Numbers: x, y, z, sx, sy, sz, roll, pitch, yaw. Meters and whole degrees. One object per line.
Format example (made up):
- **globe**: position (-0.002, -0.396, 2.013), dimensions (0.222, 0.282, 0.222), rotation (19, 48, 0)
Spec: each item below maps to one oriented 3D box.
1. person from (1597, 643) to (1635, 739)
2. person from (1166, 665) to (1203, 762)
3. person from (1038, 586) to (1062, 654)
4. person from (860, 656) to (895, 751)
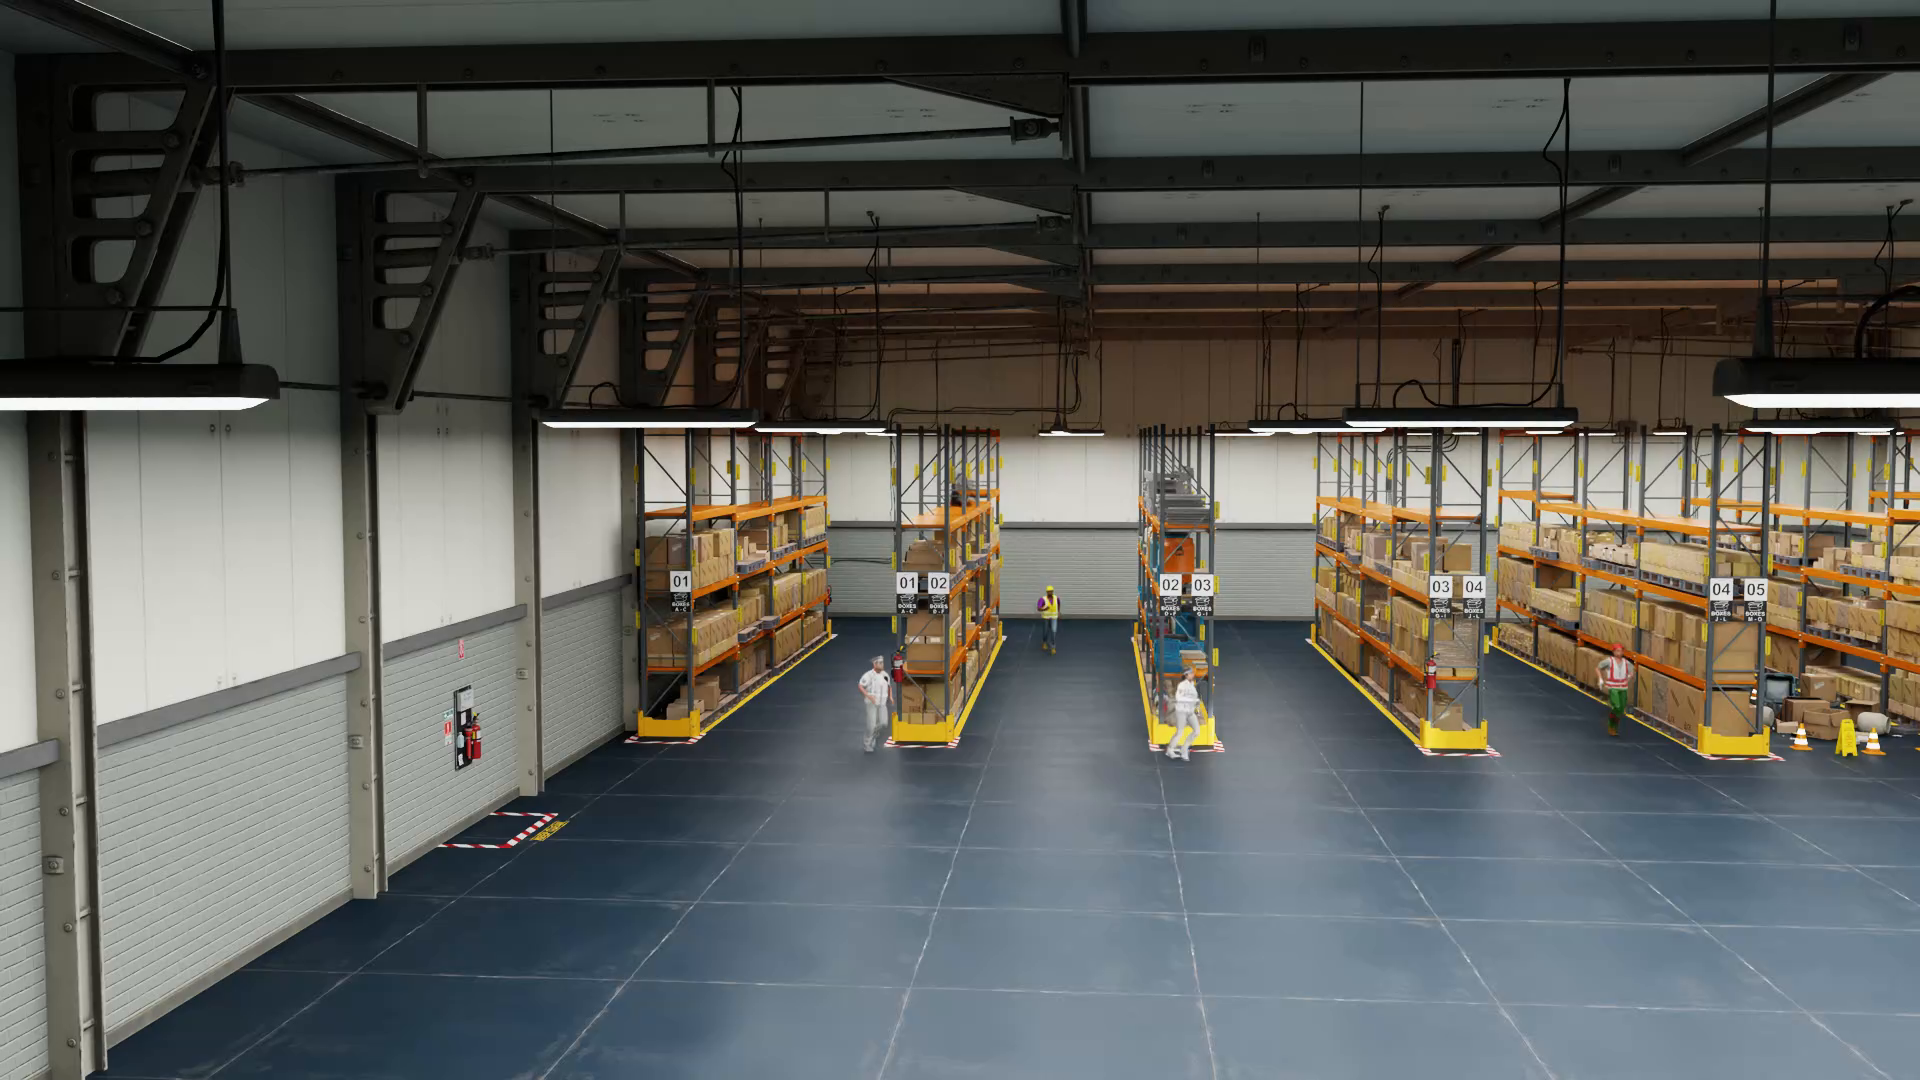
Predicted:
- **person**: position (12.627, 2.888, 31.904), dimensions (0.642, 1.825, 0.745), rotation (0, 3, -4)
- **person**: position (4.075, 3.094, 29.601), dimensions (0.686, 1.728, 0.613), rotation (3, 5, 43)
- **person**: position (2.391, 2.109, 44.357), dimensions (0.695, 1.760, 0.981), rotation (-1, 4, -10)
- **person**: position (-1.478, 2.998, 30.564), dimensions (0.736, 1.731, 0.521), rotation (-2, 4, -35)
